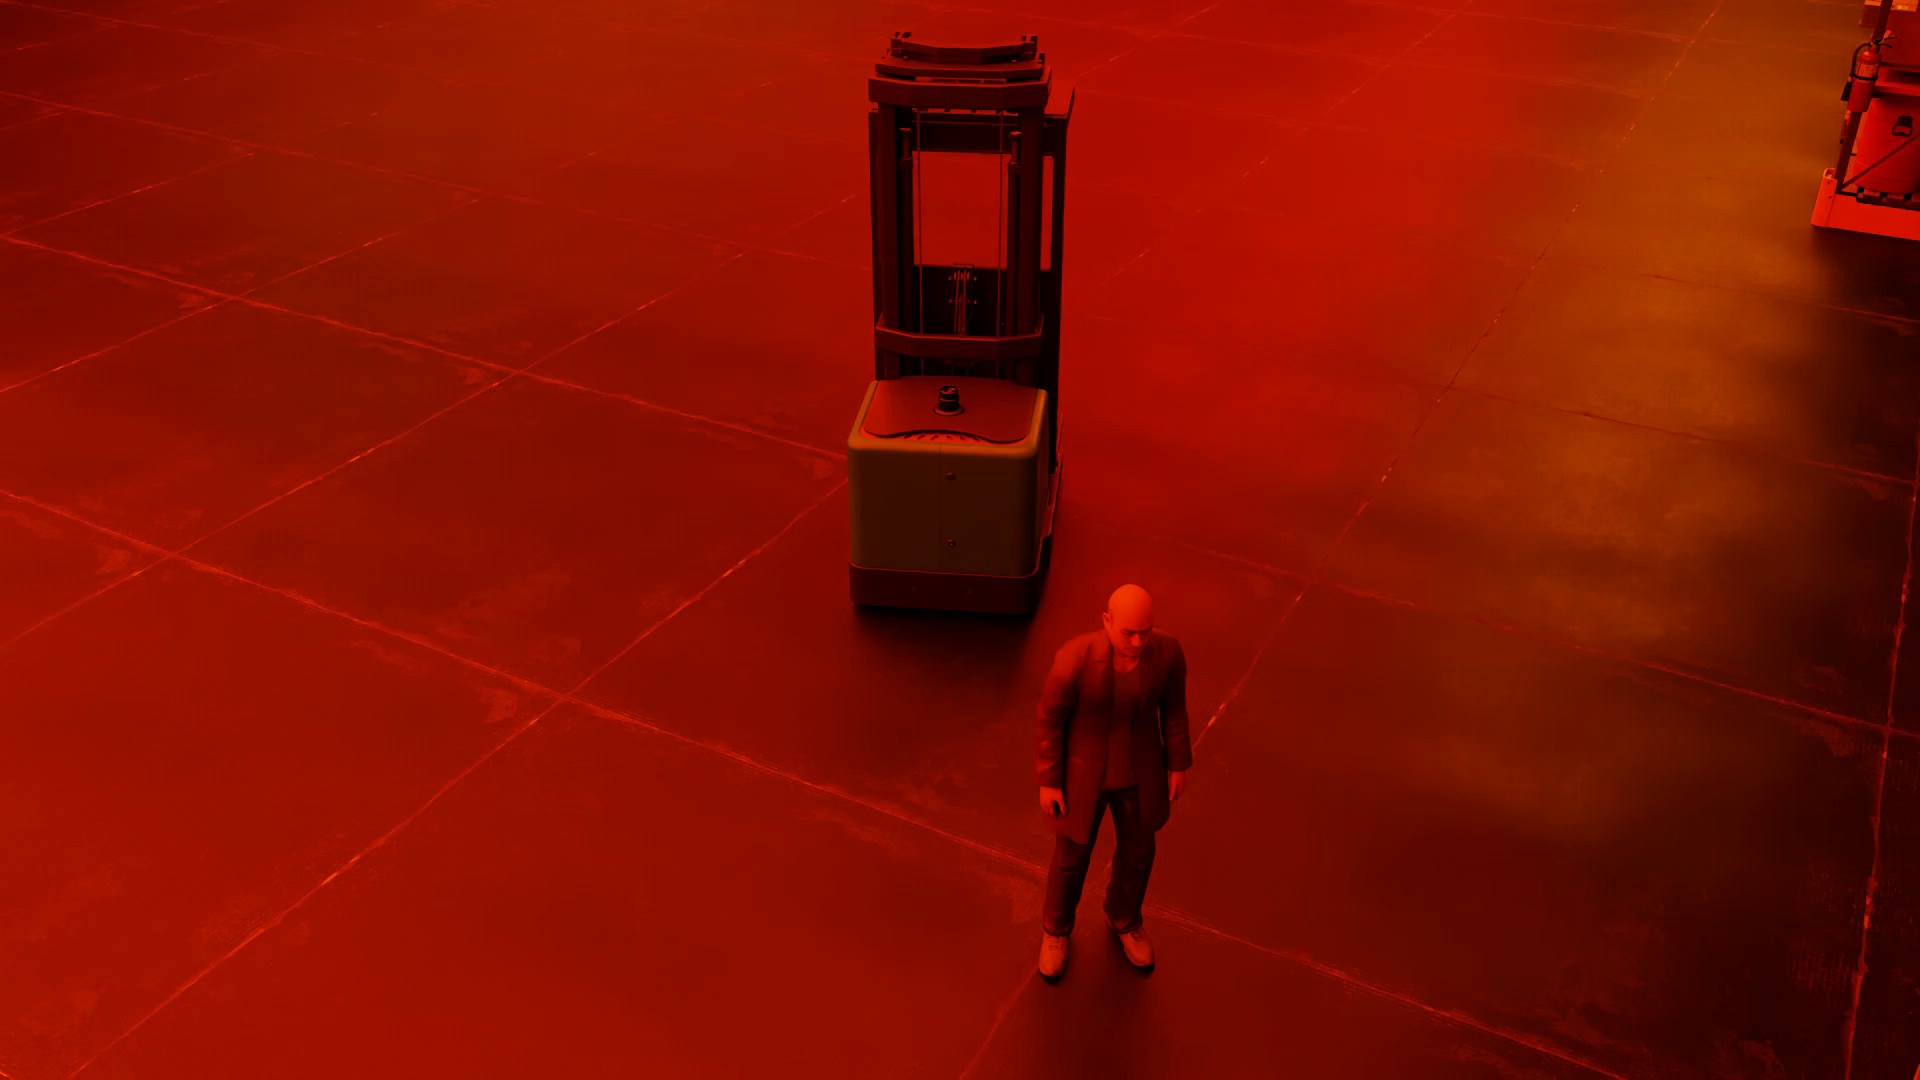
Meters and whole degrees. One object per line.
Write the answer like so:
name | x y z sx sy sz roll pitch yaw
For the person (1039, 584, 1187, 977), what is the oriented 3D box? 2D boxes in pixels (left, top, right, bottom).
person | 0.609 0.944 6.592 0.610 1.774 0.385 -6 30 -10

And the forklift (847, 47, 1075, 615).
forklift | 0.072 -1.544 9.810 1.129 2.867 3.031 3 30 6
